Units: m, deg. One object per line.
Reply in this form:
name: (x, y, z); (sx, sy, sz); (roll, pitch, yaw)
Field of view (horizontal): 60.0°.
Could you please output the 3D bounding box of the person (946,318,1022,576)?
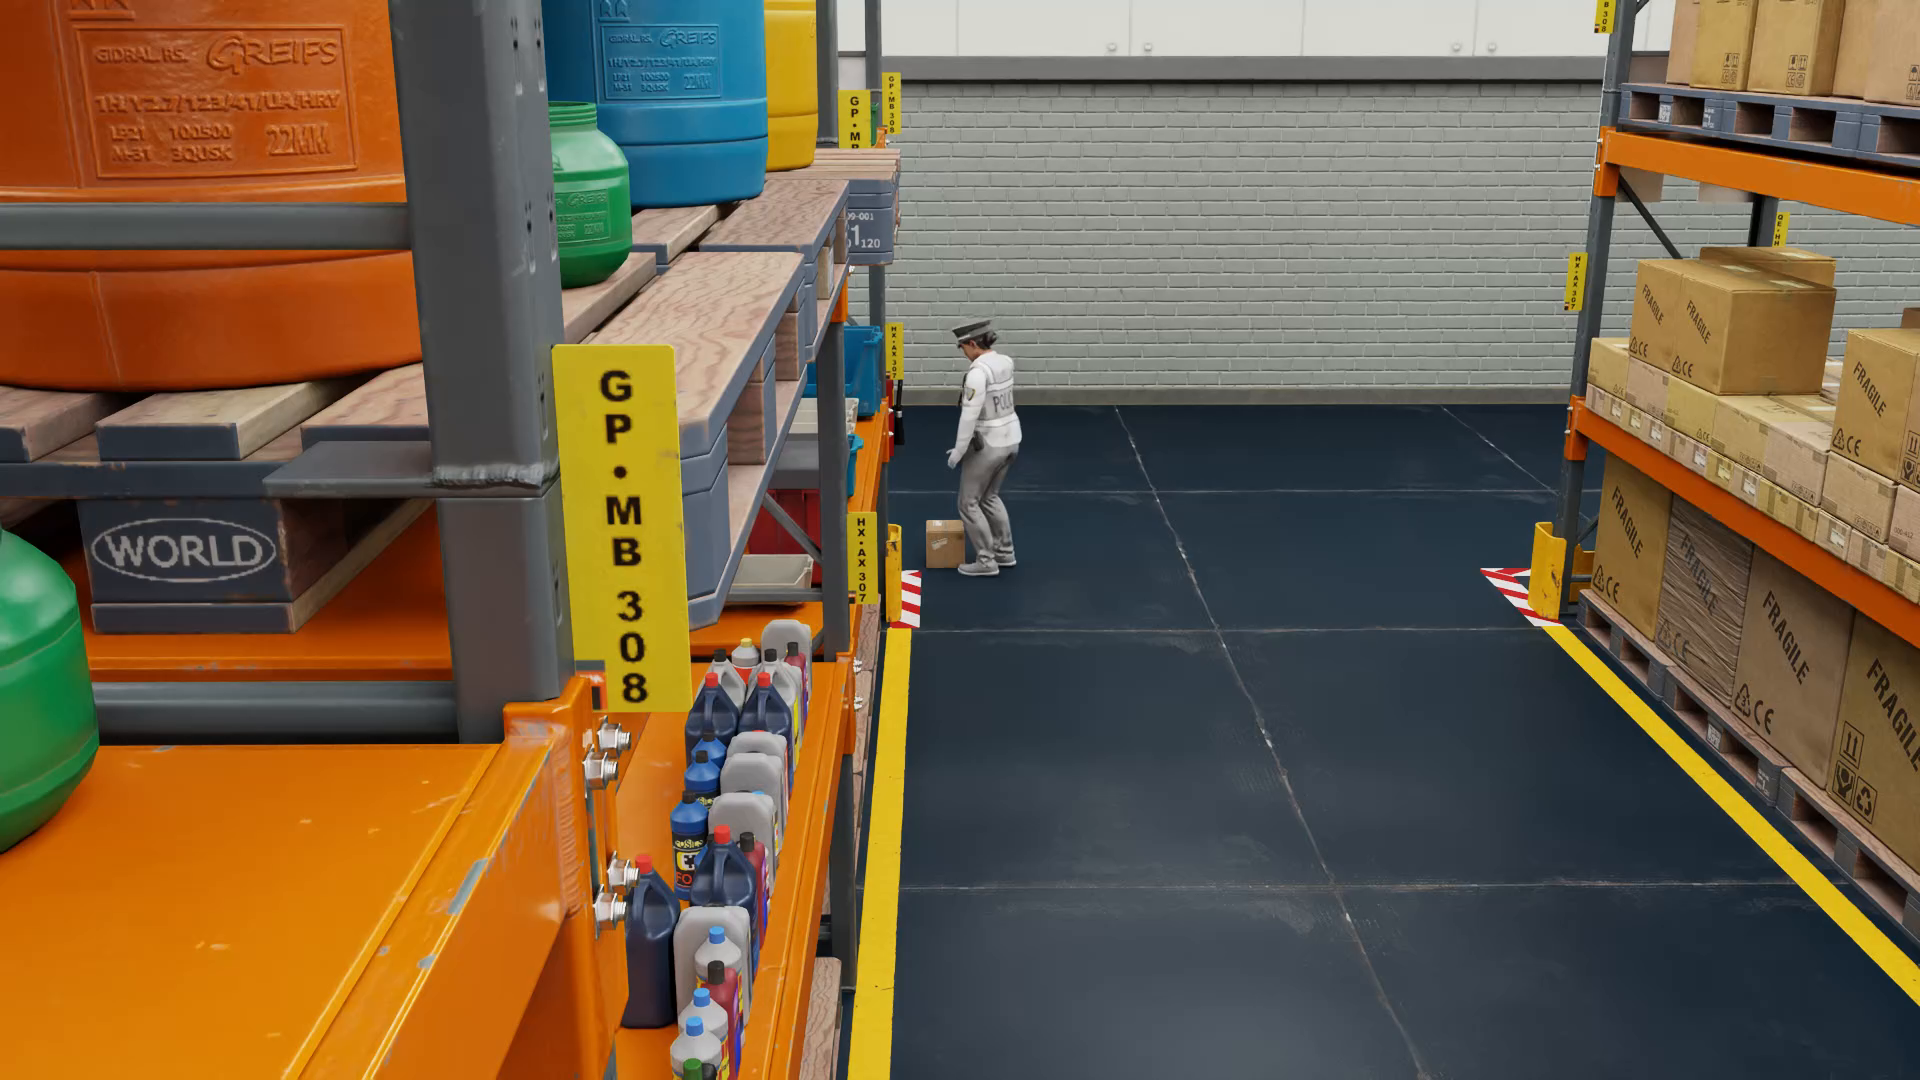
person: (0.149, -0.579, 10.481); (0.428, 1.635, 0.496); (10, 20, 29)
